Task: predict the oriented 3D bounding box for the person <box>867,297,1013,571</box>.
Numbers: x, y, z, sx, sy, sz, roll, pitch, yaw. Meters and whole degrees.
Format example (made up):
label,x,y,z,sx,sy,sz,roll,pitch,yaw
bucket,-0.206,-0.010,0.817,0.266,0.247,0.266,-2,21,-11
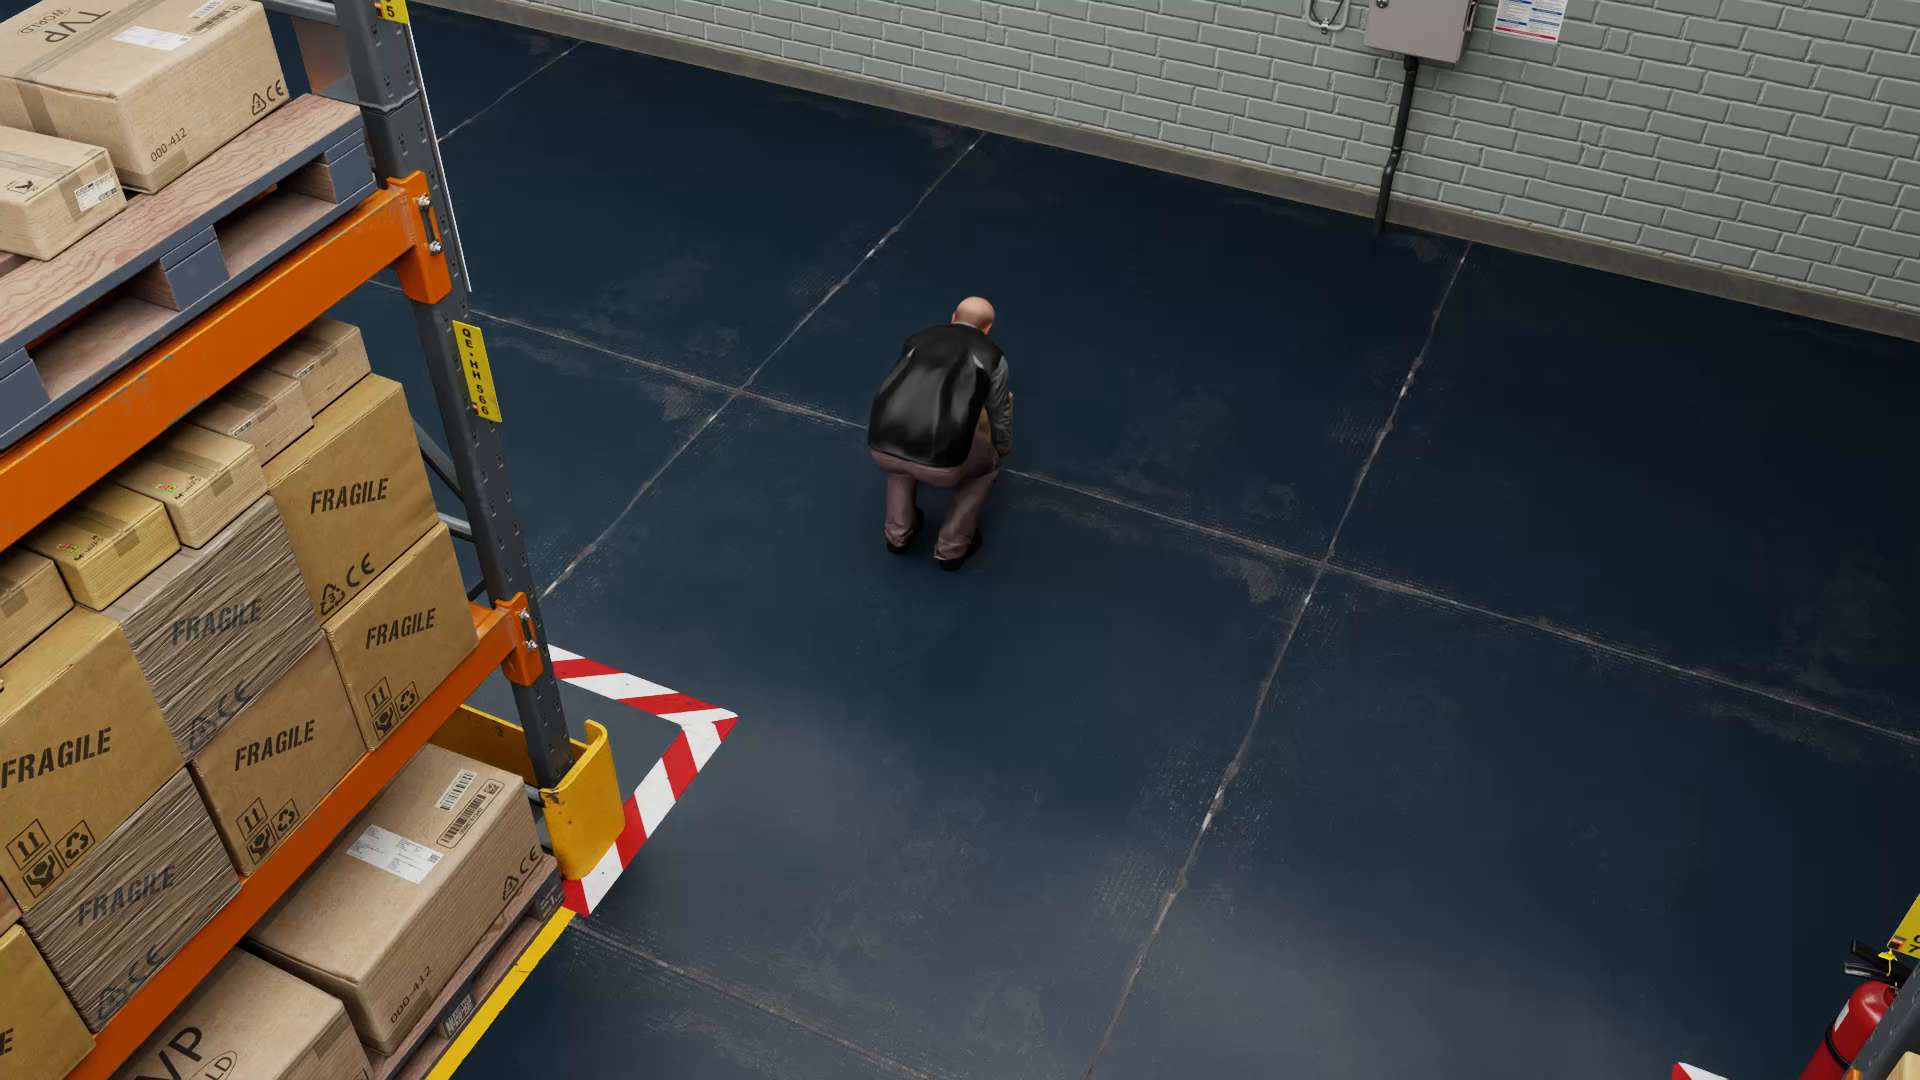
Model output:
label,x,y,z,sx,sy,sz,roll,pitch,yaw
person,-0.064,-0.451,7.238,0.518,0.986,0.945,15,44,17
